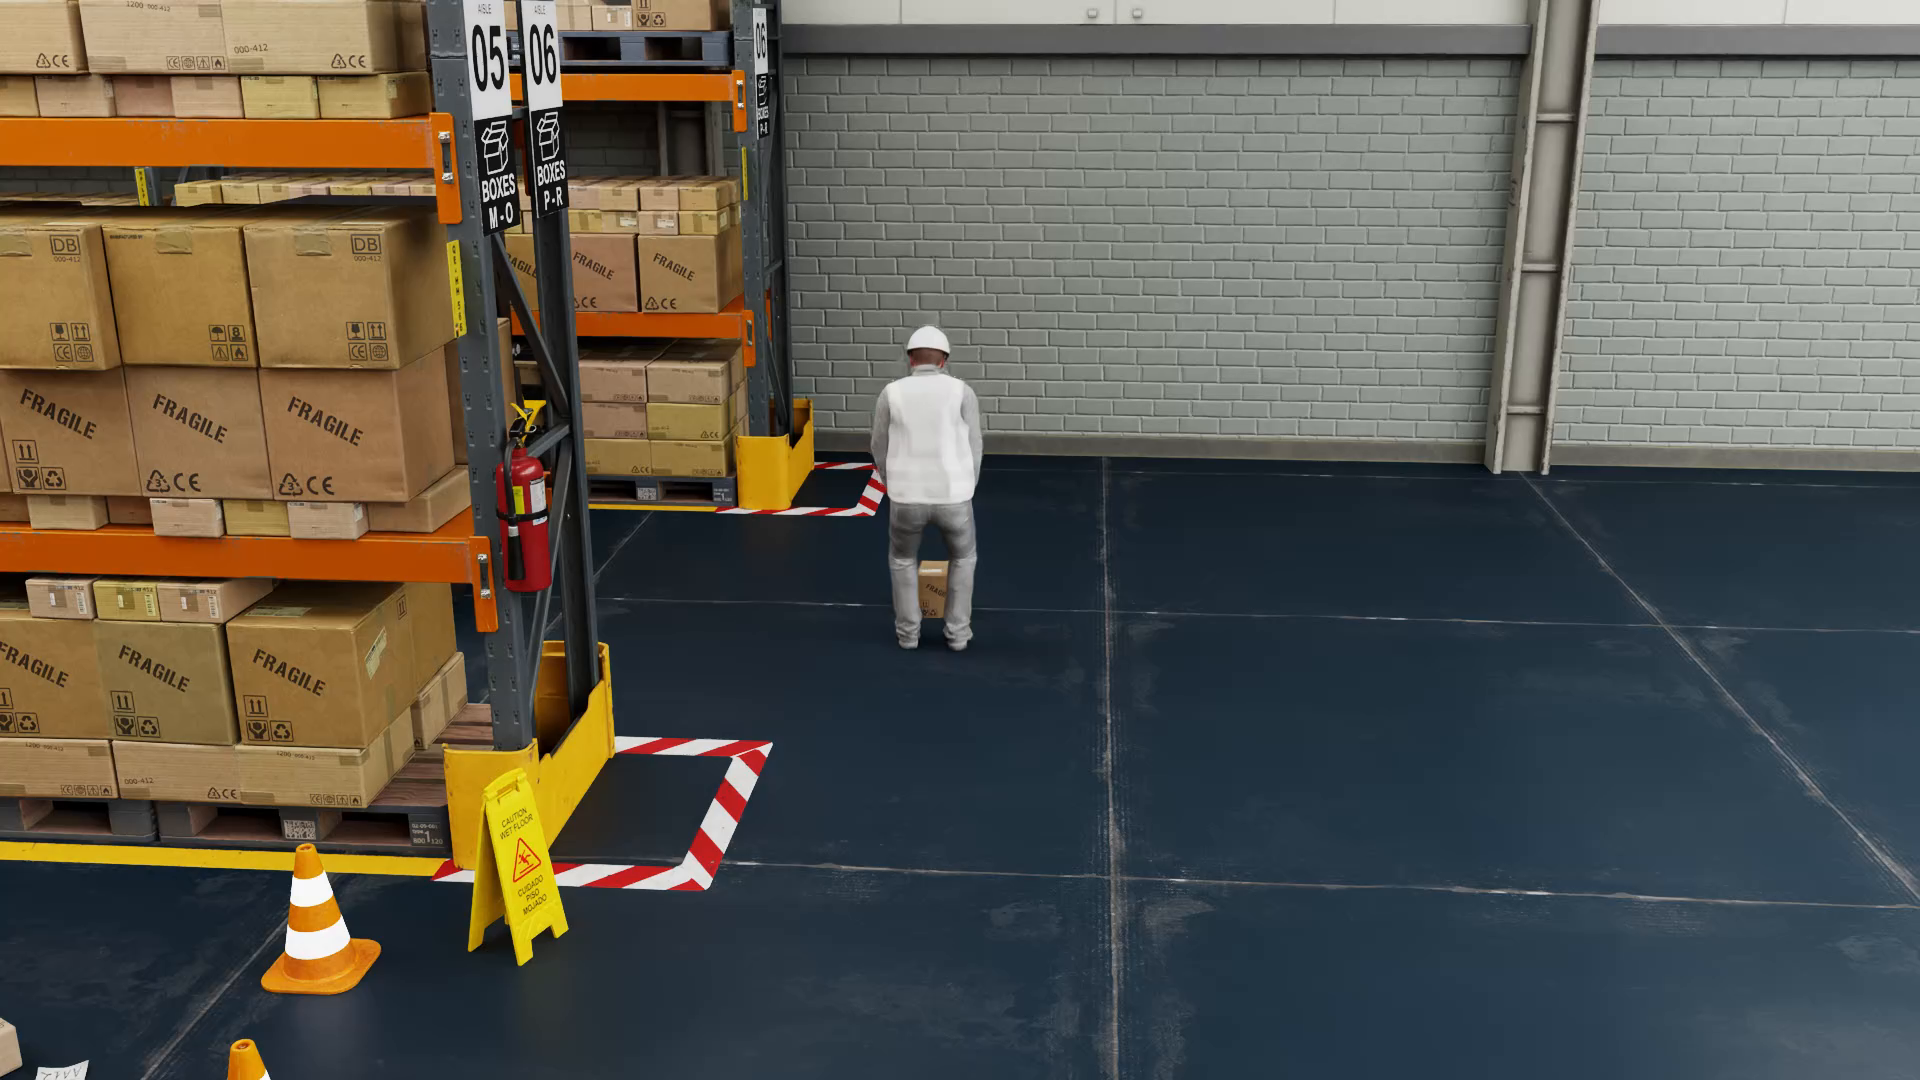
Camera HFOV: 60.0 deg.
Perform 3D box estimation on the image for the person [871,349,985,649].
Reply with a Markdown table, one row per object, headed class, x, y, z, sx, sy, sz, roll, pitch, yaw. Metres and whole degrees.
| class | x | y | z | sx | sy | sz | roll | pitch | yaw |
| --- | --- | --- | --- | --- | --- | --- | --- | --- | --- |
| person | -0.171 | -0.198 | 8.596 | 0.590 | 1.506 | 0.714 | 1 | 17 | 4 |
